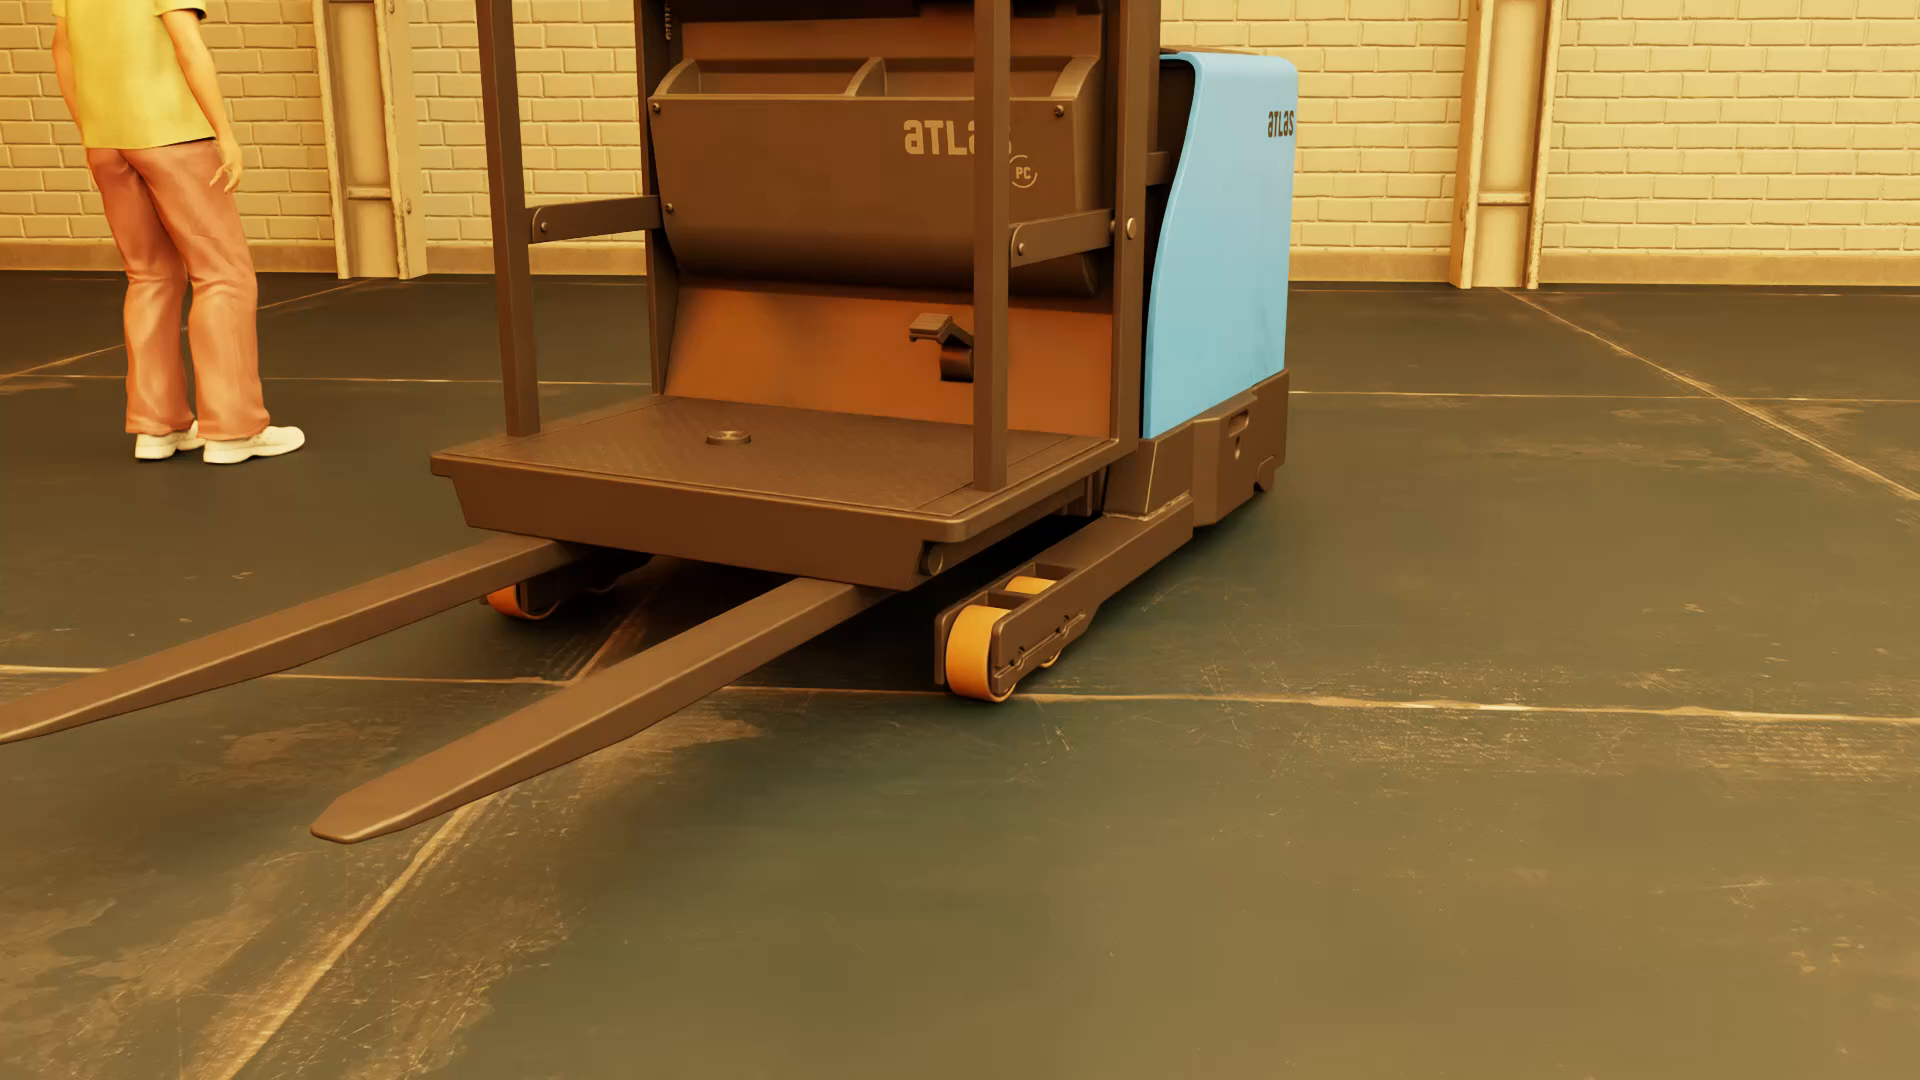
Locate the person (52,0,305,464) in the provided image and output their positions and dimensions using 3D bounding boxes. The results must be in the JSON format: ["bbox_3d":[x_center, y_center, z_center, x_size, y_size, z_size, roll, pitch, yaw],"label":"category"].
[{"bbox_3d":[-2.146,-1.049,4.489,0.517,1.671,0.370,6,16,20],"label":"person"}]

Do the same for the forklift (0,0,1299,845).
[{"bbox_3d":[-0.274,-1.271,2.903,1.130,2.935,3.031,8,17,26],"label":"forklift"}]
